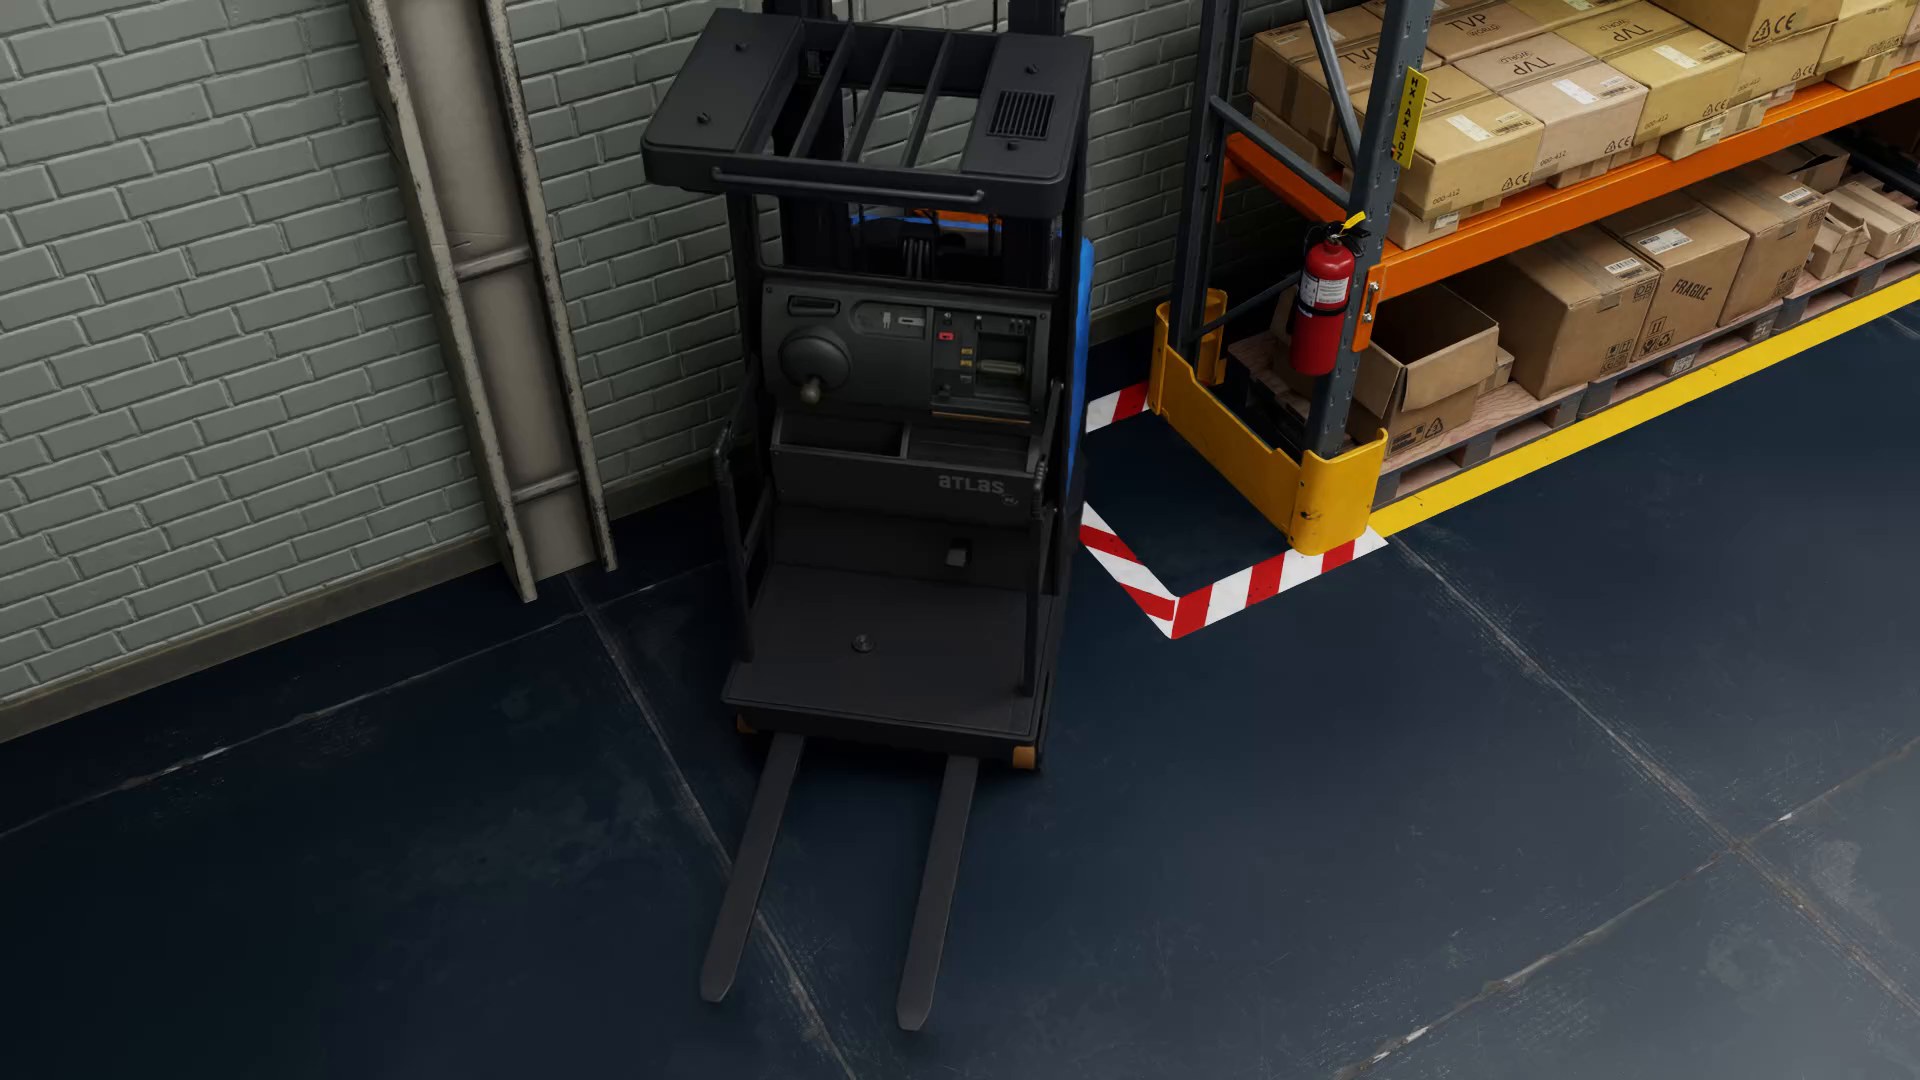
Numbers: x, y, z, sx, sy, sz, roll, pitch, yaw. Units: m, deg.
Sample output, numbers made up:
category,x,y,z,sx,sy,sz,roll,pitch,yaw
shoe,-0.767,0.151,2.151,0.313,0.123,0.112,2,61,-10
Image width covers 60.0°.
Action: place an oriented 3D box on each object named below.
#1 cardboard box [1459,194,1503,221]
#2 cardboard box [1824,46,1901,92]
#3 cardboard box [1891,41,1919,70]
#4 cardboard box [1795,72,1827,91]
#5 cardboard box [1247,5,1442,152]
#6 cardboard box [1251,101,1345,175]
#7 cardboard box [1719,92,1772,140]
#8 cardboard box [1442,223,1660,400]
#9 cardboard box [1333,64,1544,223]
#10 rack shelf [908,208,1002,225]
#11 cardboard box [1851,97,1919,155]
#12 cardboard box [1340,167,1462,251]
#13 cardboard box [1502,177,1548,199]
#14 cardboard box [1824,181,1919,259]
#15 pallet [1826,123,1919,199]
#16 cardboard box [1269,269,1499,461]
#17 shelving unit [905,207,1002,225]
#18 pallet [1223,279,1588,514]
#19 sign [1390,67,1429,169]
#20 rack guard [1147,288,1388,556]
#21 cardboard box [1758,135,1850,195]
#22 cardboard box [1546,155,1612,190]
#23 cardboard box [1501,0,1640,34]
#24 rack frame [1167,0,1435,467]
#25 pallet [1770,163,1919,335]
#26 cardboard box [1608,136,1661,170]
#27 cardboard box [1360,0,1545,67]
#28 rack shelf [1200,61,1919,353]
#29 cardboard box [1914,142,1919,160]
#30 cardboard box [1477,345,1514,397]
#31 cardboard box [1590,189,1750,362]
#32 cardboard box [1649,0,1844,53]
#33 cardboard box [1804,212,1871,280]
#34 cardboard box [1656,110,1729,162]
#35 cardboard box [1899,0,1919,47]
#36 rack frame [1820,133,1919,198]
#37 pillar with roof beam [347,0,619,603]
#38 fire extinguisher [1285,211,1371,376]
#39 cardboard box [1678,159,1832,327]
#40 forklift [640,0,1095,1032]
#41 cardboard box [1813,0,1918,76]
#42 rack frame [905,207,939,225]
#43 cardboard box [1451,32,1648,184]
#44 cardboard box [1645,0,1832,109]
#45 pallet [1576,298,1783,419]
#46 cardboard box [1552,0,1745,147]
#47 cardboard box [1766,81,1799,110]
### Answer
category,x,y,z,sx,sy,sz,roll,pitch,yaw
cardboard box,1.799,-1.356,6.173,0.250,0.149,0.380,-21,48,-20
cardboard box,3.620,-2.027,6.866,0.250,0.149,0.380,-22,48,-22
cardboard box,3.828,-2.133,6.974,0.250,0.149,0.380,-21,48,-20
cardboard box,3.341,-2.005,6.843,0.250,0.149,0.380,-21,48,-20
cardboard box,1.446,-1.754,6.298,0.500,0.250,0.500,-20,48,-20
cardboard box,1.333,-1.568,6.392,0.250,0.149,0.380,-22,48,-21
cardboard box,2.961,-1.760,6.590,0.250,0.149,0.380,-21,48,-20
cardboard box,2.518,-1.063,7.185,0.500,0.500,0.700,-20,48,-19
cardboard box,1.707,-1.429,5.963,0.500,0.250,0.500,-22,48,-21
rack shelf,0.057,-1.284,6.659,0.480,0.148,0.258,-21,47,-23
cardboard box,4.926,-2.372,8.533,0.500,0.500,0.500,-22,48,-21
cardboard box,1.601,-1.239,6.054,0.250,0.149,0.380,-22,48,-21
cardboard box,2.009,-1.468,6.289,0.250,0.149,0.380,-22,48,-21
cardboard box,4.311,-1.526,7.914,0.250,0.149,0.380,-23,49,-22
pallet,5.334,-2.073,8.735,1.213,0.211,1.003,-22,48,-21
cardboard box,1.757,-0.791,6.902,0.637,0.503,0.797,-24,49,-22
shelving unit,0.046,-0.995,6.925,0.503,1.200,0.258,-21,47,-23
pallet,1.936,-0.684,7.303,1.213,0.211,1.003,-22,48,-21
sign,1.450,-1.364,5.380,0.005,0.325,0.100,-22,48,-21
rack guard,1.245,-0.511,6.917,0.348,0.500,1.175,-22,48,-21
cardboard box,3.957,-1.868,8.150,0.500,0.311,0.500,-20,48,-20
cardboard box,2.259,-1.518,6.341,0.250,0.149,0.380,-20,48,-20
cardboard box,2.325,-2.101,6.655,0.500,0.250,0.500,-20,48,-20
rack frame,1.179,-1.381,6.019,0.127,3.000,1.000,-22,48,-21
pallet,4.052,-1.531,8.176,1.213,0.211,1.003,-22,48,-21
cardboard box,2.486,-1.614,6.440,0.250,0.149,0.380,-21,48,-20
cardboard box,1.894,-1.932,6.481,0.500,0.250,0.500,-22,48,-21
rack shelf,2.914,-1.817,6.985,4.000,0.370,1.077,-22,48,-21
cardboard box,5.179,-2.055,8.207,0.500,0.500,0.500,-20,48,-19
cardboard box,2.145,-0.788,7.153,0.250,0.149,0.380,-24,49,-22
cardboard box,3.026,-1.186,7.312,0.500,0.500,0.500,-21,48,-20
cardboard box,3.007,-2.219,6.238,0.500,0.500,0.500,-21,48,-20
cardboard box,4.001,-1.444,7.746,0.258,0.266,0.396,-20,48,-20
cardboard box,2.743,-1.656,6.483,0.250,0.149,0.380,-23,49,-22
cardboard box,3.901,-2.315,6.876,0.500,0.250,0.500,-22,48,-21
rack frame,4.648,-2.769,7.449,0.127,3.000,1.000,-22,48,-21
pillar with roof beam,0.537,-0.543,0.848,0.400,9.000,9.100,-22,48,-21
fire extinguisher,1.282,-0.890,5.836,0.183,0.674,0.296,-22,48,-21
cardboard box,3.418,-1.423,7.556,0.500,0.500,0.700,-24,49,-22
forklift,-0.210,-0.512,5.173,1.130,2.935,3.031,6,45,7
cardboard box,3.462,-2.150,6.706,0.500,0.250,0.500,-22,48,-21
rack frame,-0.164,-0.915,6.830,0.015,1.200,0.240,-21,47,-23
cardboard box,2.144,-1.604,6.143,0.500,0.250,0.500,-21,48,-21
cardboard box,3.015,-1.972,6.522,0.500,0.250,0.500,-23,49,-22
pallet,2.993,-1.104,7.737,1.213,0.211,1.003,-22,48,-21
cardboard box,2.582,-1.782,6.326,0.500,0.250,0.500,-23,49,-22
cardboard box,3.150,-1.891,6.725,0.250,0.149,0.380,-22,48,-21
